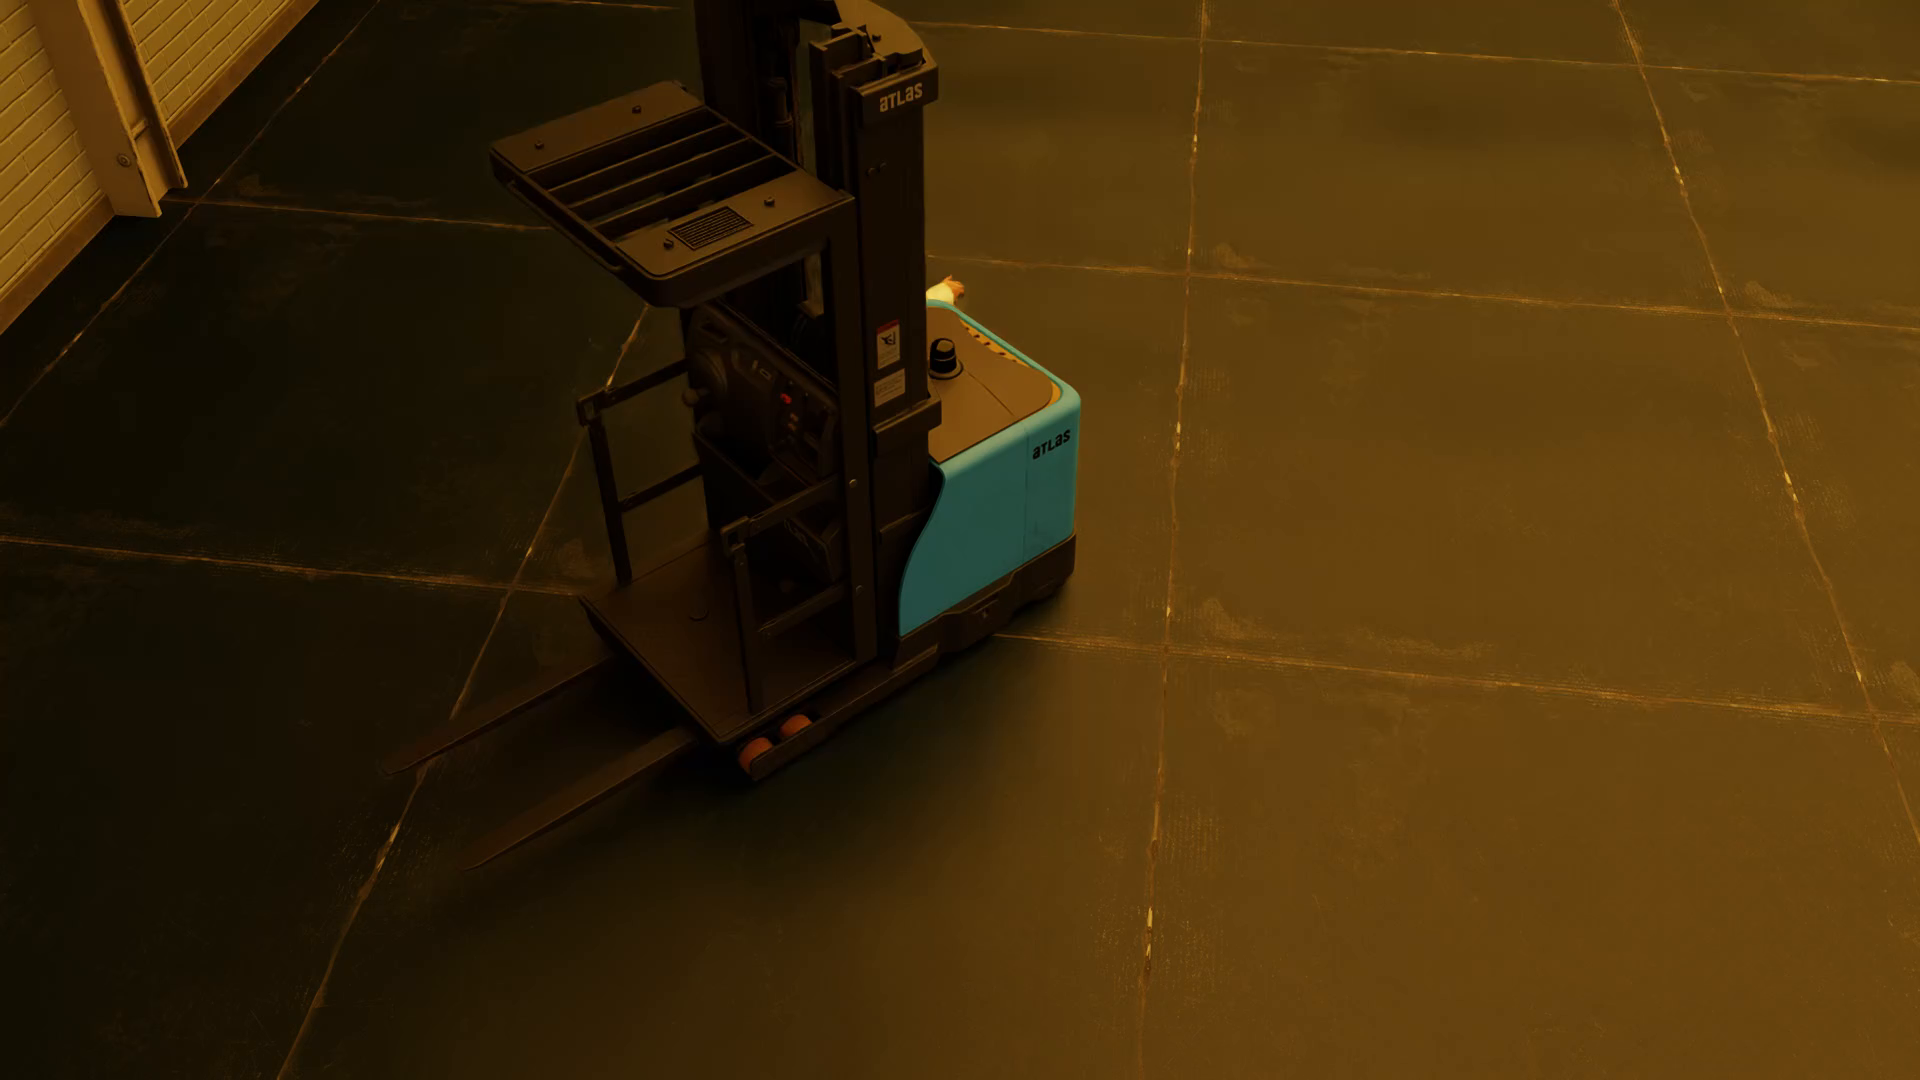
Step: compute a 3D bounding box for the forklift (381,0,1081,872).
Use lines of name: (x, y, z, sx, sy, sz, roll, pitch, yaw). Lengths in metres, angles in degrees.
forklift: (-0.926, -0.508, 6.278, 3.031, 2.935, 1.130, -30, 50, -28)

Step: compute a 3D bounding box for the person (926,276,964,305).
person: (-0.159, -1.069, 8.016, 0.962, 1.539, 0.950, 3, 43, 3)
